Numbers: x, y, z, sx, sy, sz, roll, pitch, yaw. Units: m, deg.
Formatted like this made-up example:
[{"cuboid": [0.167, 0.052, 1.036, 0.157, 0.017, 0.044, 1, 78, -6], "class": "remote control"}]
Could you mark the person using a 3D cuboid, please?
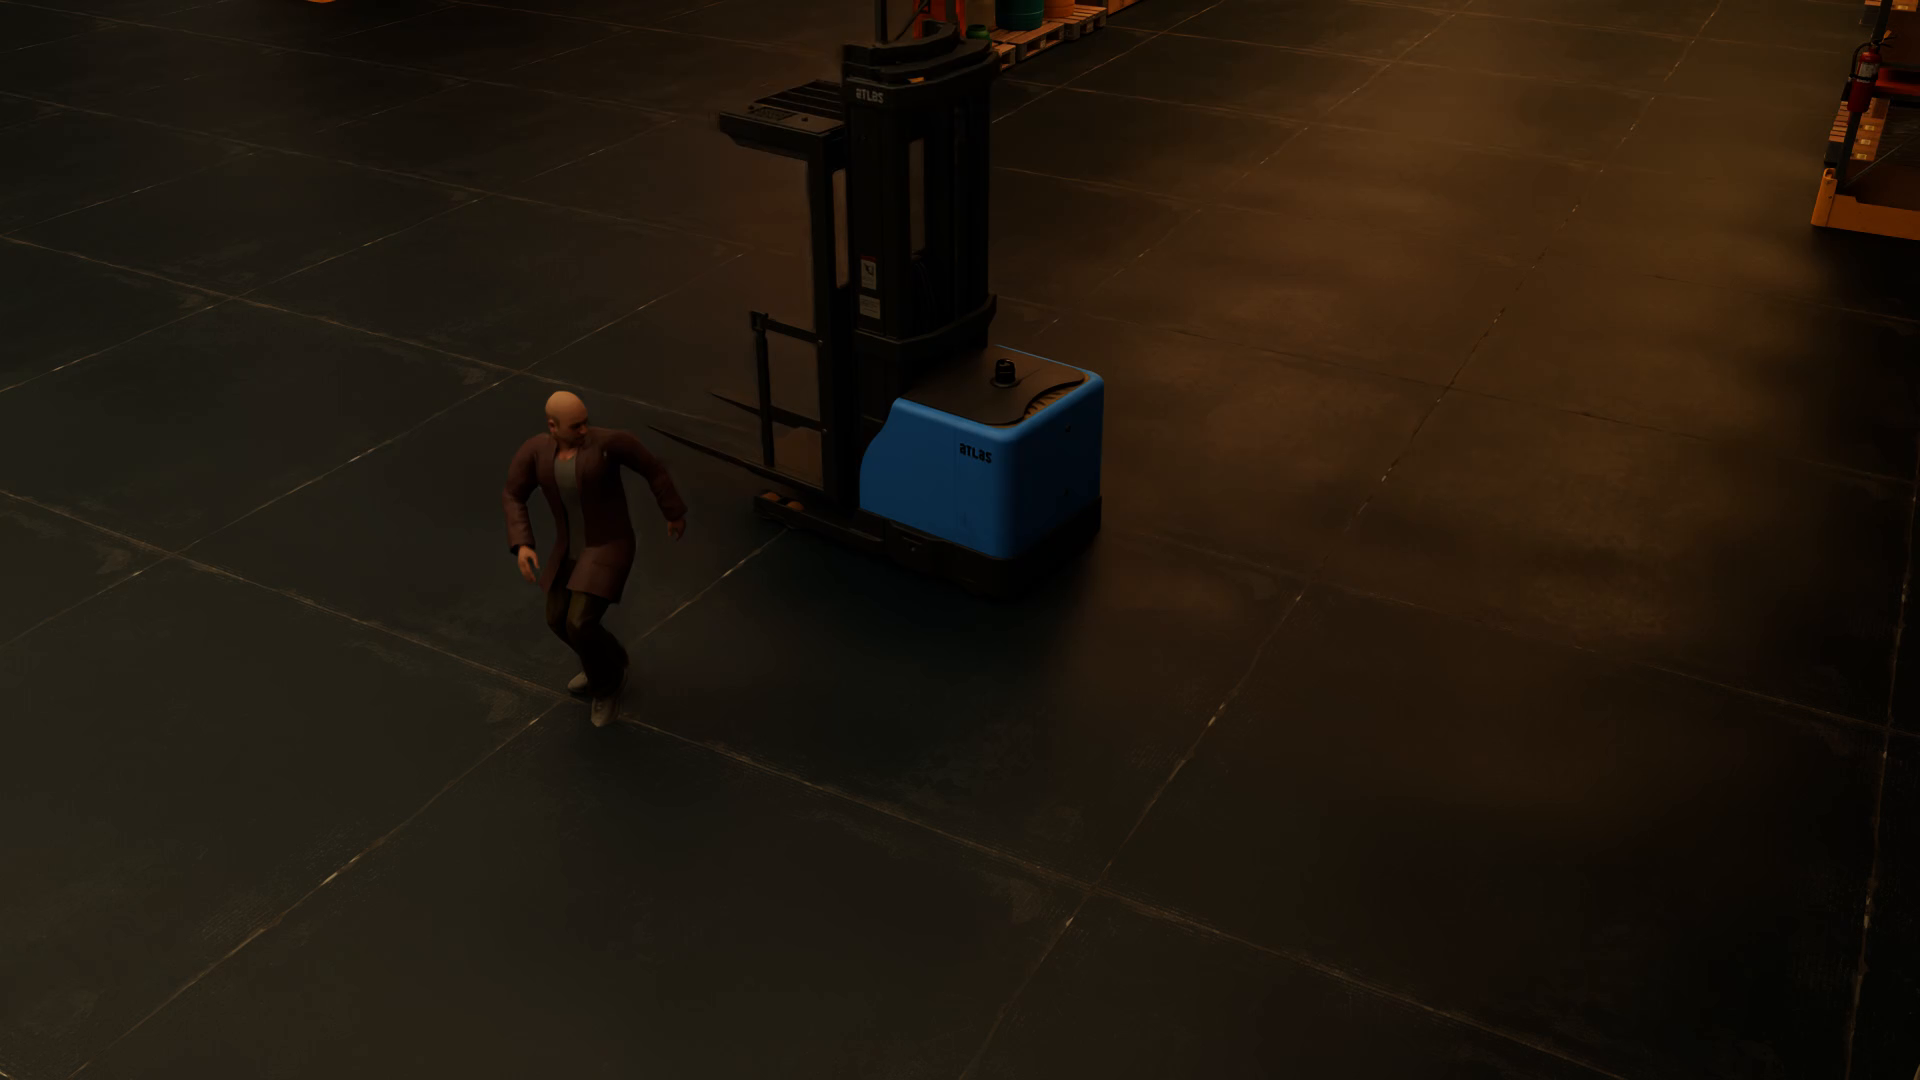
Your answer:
[{"cuboid": [-1.833, 0.066, 8.235, 0.728, 1.763, 0.799, 14, 33, 23], "class": "person"}]

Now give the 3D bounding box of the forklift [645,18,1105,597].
[{"cuboid": [-0.647, -1.528, 9.718, 3.031, 2.935, 1.130, 20, 36, 31], "class": "forklift"}]
